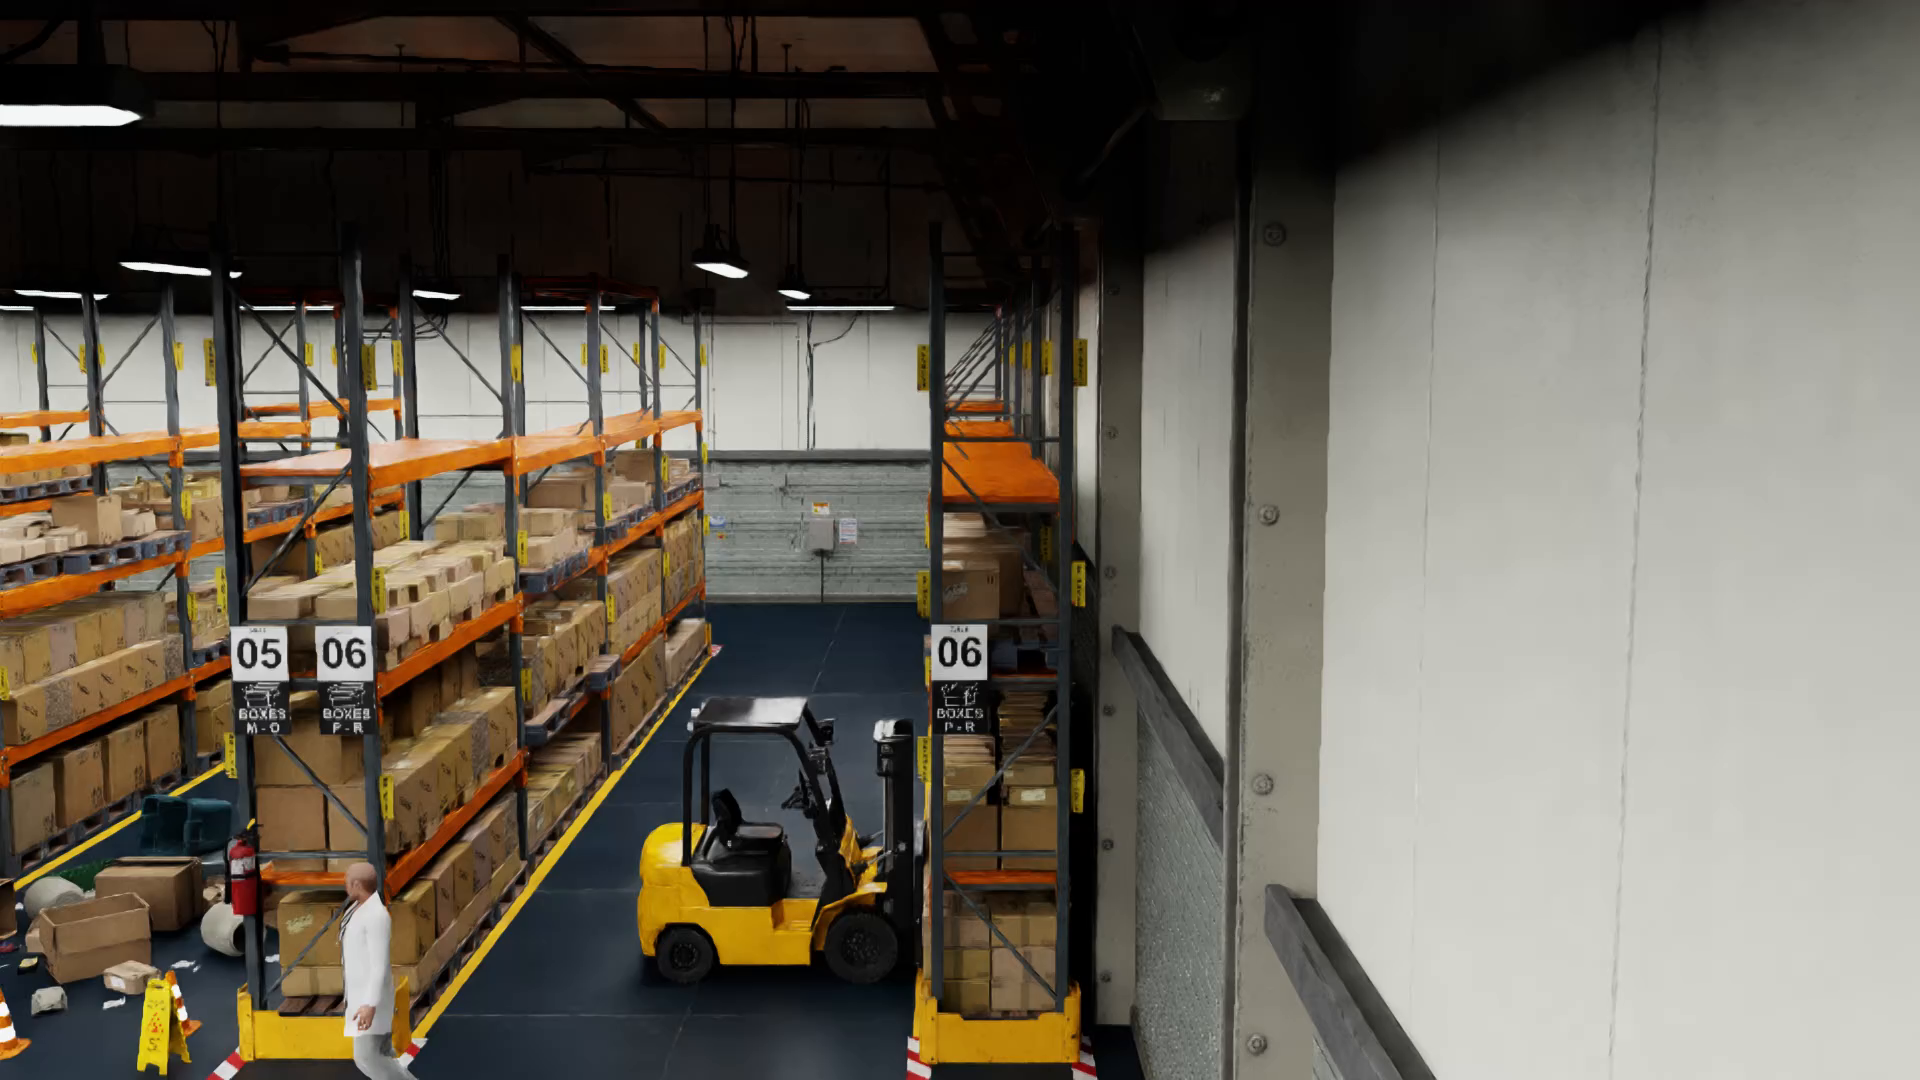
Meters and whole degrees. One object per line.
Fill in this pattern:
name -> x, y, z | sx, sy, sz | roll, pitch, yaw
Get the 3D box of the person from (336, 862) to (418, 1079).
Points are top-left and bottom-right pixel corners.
person -> -3.830, 3.002, 10.973 | 0.521, 1.771, 0.762 | -4, 8, -32
